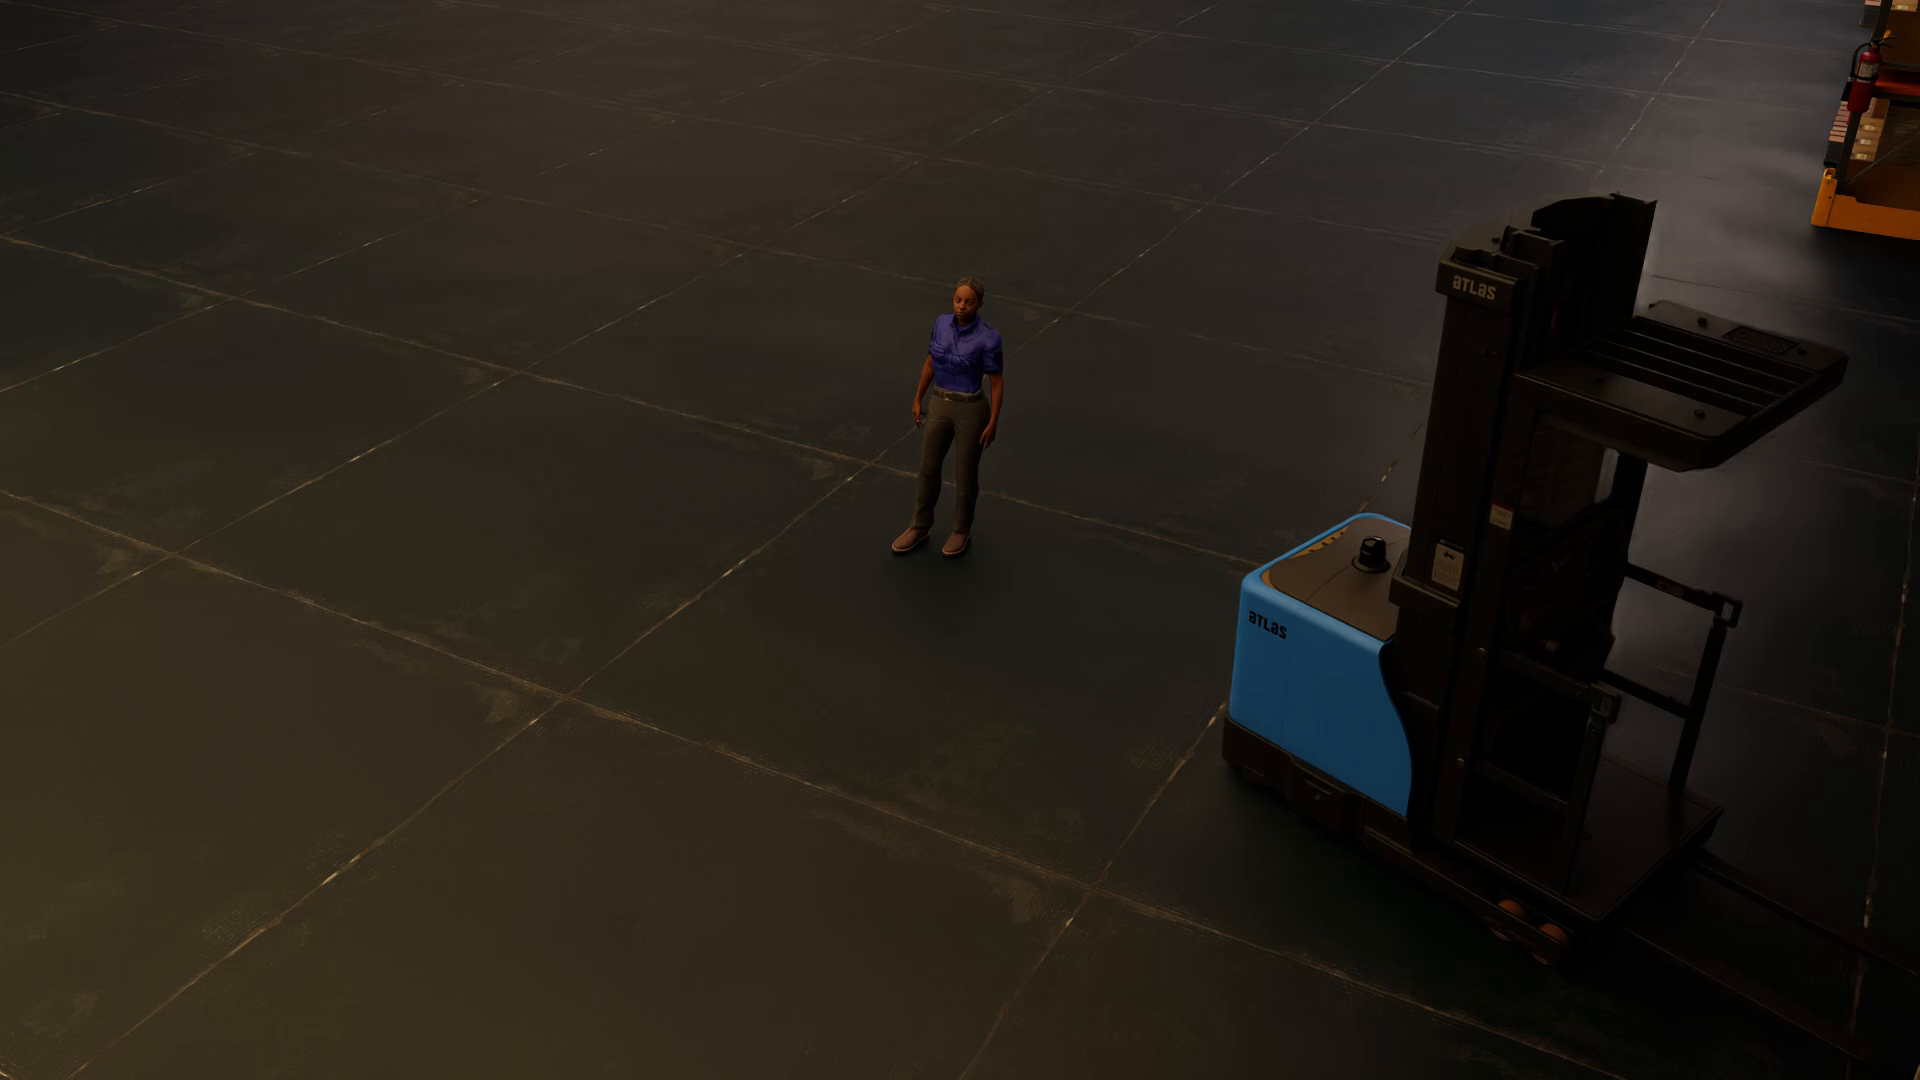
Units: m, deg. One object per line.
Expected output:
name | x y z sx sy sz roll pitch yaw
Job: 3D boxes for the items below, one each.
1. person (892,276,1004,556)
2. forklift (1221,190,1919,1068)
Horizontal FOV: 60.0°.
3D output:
person | -0.060 -0.689 9.527 0.570 1.656 0.503 15 33 25
forklift | 2.633 0.210 6.707 1.130 2.935 3.031 -25 38 -36
